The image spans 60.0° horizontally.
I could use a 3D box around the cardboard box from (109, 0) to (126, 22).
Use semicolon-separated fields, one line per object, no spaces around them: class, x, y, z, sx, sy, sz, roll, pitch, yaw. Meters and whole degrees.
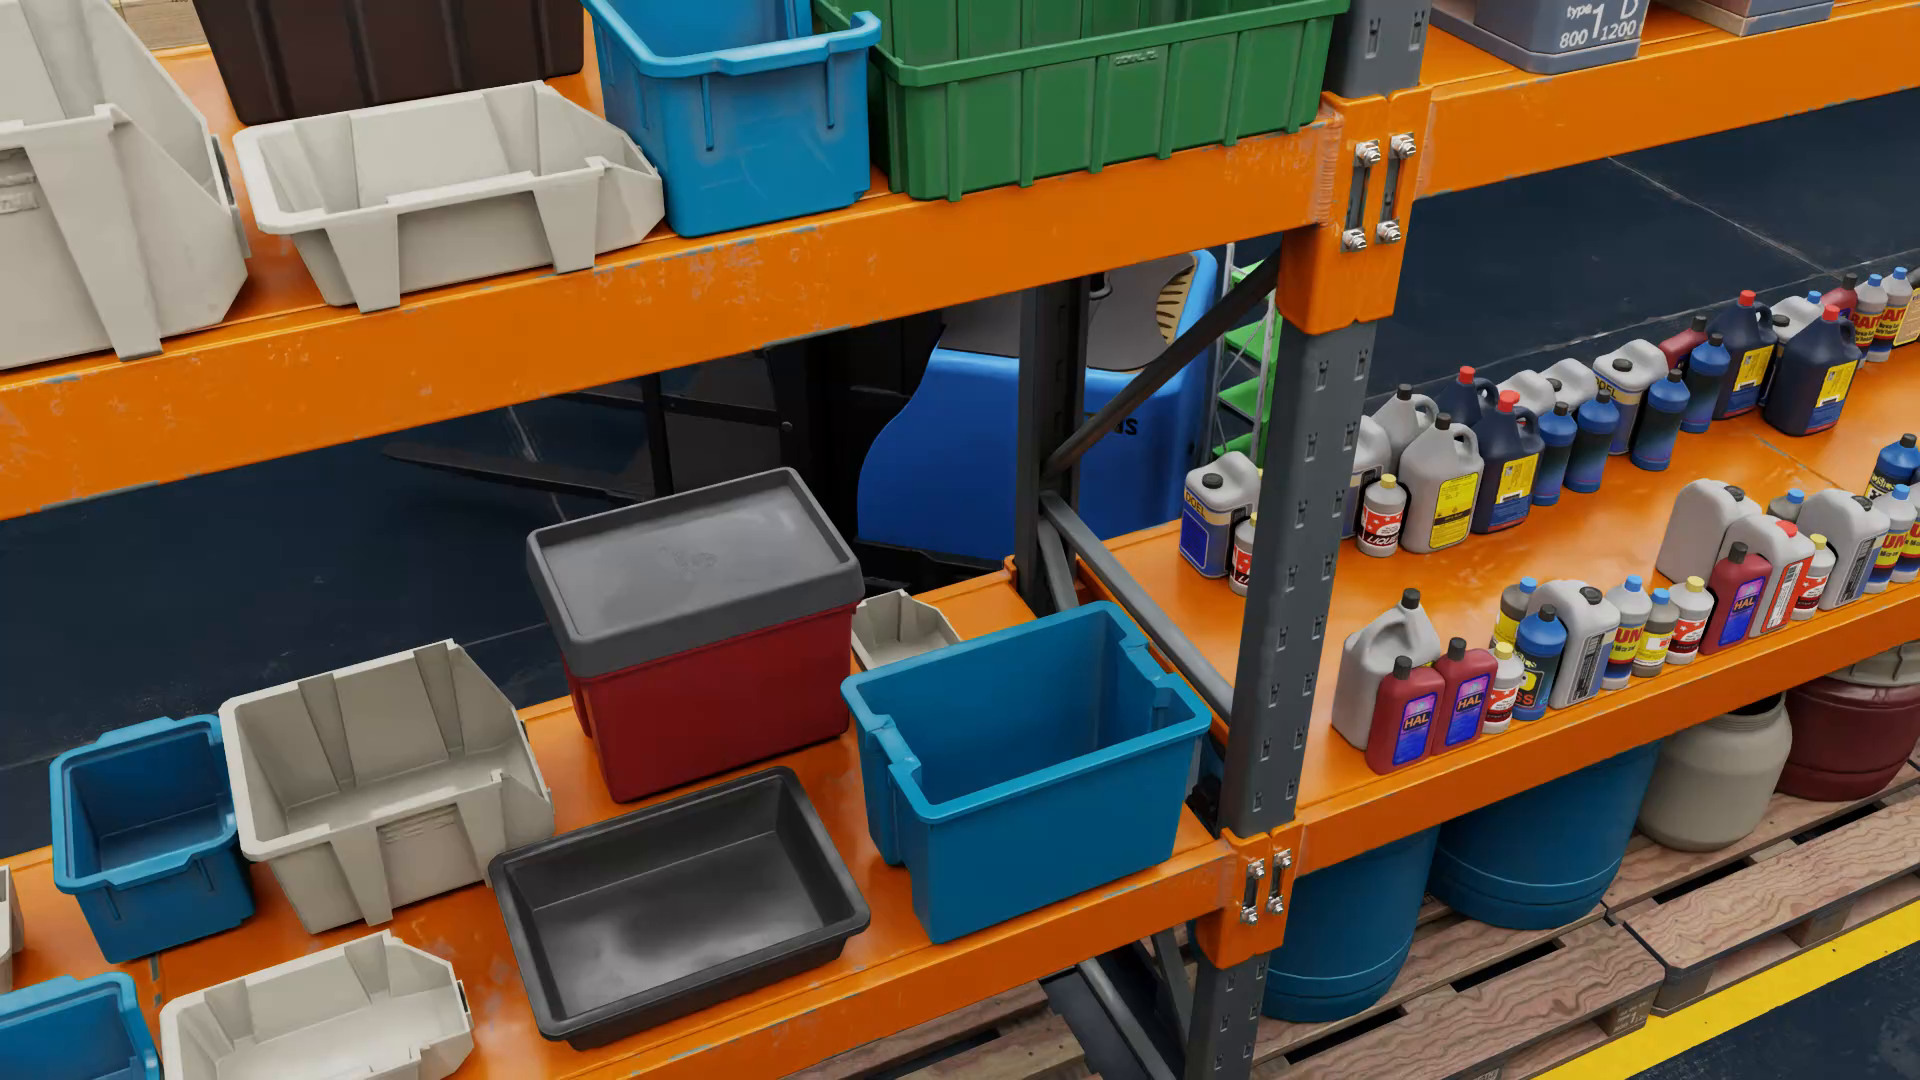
cardboard box;-3.389;-1.931;6.211;0.500;0.250;0.500;-16;40;-21

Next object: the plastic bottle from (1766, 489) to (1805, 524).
plastic bottle;1.952;-0.029;3.938;0.097;0.201;0.097;0;37;0

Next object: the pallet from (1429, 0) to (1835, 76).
pallet;1.061;-1.222;3.020;1.003;0.211;1.213;-16;39;-20

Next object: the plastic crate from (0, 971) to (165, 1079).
plastic crate;-1.401;0.920;2.582;0.300;0.233;0.416;-16;39;-20

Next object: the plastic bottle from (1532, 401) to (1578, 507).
plastic bottle;1.470;-0.222;4.139;0.097;0.271;0.097;0;37;0

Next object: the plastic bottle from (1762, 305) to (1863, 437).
plastic bottle;2.270;-0.462;4.396;0.185;0.351;0.144;-16;39;-20

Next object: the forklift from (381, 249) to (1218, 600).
forklift;-0.658;-1.294;5.534;3.031;2.935;1.130;9;37;12

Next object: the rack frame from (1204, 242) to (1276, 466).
rack frame;0.974;-0.461;5.864;0.015;1.200;0.240;-23;42;-28

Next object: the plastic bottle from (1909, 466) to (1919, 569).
plastic bottle;2.345;-0.114;3.928;0.185;0.351;0.144;-16;39;-20

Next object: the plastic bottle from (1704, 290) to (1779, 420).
plastic bottle;2.083;-0.510;4.461;0.185;0.351;0.144;-16;39;-20

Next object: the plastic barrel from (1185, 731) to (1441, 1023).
plastic barrel;0.893;0.704;4.192;0.708;0.901;0.600;-16;39;-20

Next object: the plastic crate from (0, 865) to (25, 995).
plastic crate;-1.796;0.714;2.940;0.250;0.136;0.298;-16;39;-20

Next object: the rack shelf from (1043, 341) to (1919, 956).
rack shelf;2.204;-0.059;4.416;4.000;0.370;1.077;-16;39;-20

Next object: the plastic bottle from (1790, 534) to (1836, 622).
plastic bottle;1.929;0.077;3.795;0.097;0.201;0.097;0;37;0

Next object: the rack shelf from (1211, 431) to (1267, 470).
rack shelf;1.173;-0.301;6.158;0.480;0.148;0.258;-23;42;-28

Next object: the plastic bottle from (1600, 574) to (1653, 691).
plastic bottle;1.422;0.191;3.583;0.097;0.271;0.097;0;37;0

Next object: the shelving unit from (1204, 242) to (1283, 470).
shelving unit;1.173;-0.545;5.977;0.503;1.200;0.258;-23;42;-28

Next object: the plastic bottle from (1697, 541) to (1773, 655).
plastic bottle;1.710;0.117;3.672;0.133;0.283;0.061;-16;39;-20

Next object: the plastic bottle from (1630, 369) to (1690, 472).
plastic bottle;1.801;-0.315;4.264;0.097;0.271;0.097;0;37;0

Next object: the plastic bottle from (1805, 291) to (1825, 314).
plastic bottle;2.323;-0.561;4.596;0.097;0.271;0.097;0;37;0

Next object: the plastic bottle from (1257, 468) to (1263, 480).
plastic bottle;0.706;-0.080;4.007;0.097;0.201;0.097;0;37;0

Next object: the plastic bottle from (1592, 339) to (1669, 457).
plastic bottle;1.731;-0.379;4.347;0.135;0.276;0.152;-16;39;-20

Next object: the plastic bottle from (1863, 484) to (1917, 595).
plastic bottle;2.139;-0.010;3.853;0.097;0.271;0.097;0;37;0

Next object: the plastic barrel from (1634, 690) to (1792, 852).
plastic barrel;2.083;0.586;4.678;0.421;0.512;0.421;0;37;0

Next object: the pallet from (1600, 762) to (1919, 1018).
pallet;2.215;0.794;5.002;1.213;0.211;1.003;-16;39;-20

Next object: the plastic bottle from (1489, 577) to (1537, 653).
plastic bottle;1.235;0.171;3.668;0.097;0.201;0.097;0;37;0

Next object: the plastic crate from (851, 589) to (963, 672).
plastic crate;-0.089;0.281;3.525;0.243;0.136;0.396;-16;39;-20

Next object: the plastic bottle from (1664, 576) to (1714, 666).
plastic bottle;1.598;0.170;3.670;0.097;0.201;0.097;0;37;0

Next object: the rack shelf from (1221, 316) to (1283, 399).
rack shelf;1.173;-0.686;5.872;0.480;0.148;0.258;-23;42;-28

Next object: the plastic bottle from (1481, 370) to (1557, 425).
plastic bottle;1.400;-0.286;4.222;0.135;0.276;0.152;-16;39;-20

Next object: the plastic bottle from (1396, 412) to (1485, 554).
plastic bottle;1.147;-0.153;3.980;0.185;0.351;0.144;-16;39;-20

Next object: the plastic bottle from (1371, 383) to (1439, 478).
plastic bottle;1.086;-0.231;4.085;0.185;0.351;0.144;-16;39;-20

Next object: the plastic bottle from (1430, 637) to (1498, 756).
plastic bottle;1.027;0.308;3.414;0.133;0.283;0.061;-16;39;-20

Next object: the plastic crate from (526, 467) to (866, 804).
plastic crate;-0.522;0.199;3.360;0.583;0.464;0.402;-16;39;-20

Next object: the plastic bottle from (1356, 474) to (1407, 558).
plastic bottle;1.013;-0.066;3.988;0.097;0.201;0.097;0;37;0

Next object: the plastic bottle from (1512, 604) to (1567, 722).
plastic bottle;1.212;0.250;3.504;0.097;0.271;0.097;0;37;0

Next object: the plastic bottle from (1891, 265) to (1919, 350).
plastic bottle;2.717;-0.687;4.757;0.133;0.283;0.061;-16;39;-20

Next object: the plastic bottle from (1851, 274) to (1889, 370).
plastic bottle;2.532;-0.619;4.675;0.097;0.271;0.097;0;37;0

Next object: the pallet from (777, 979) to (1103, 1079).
pallet;-0.256;1.485;4.070;1.213;0.211;1.003;-16;39;-20

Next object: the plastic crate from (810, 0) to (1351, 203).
plastic crate;0.138;-0.691;2.324;0.662;0.188;0.450;-16;39;-20

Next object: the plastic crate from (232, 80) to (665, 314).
plastic crate;-0.597;-0.414;1.993;0.466;0.136;0.293;-16;39;-20

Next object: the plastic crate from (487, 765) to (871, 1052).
plastic crate;-0.506;0.673;3.006;0.590;0.125;0.437;-16;39;-20

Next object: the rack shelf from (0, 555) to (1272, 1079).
rack shelf;-1.417;0.953;3.051;4.000;0.370;1.077;-16;39;-20
